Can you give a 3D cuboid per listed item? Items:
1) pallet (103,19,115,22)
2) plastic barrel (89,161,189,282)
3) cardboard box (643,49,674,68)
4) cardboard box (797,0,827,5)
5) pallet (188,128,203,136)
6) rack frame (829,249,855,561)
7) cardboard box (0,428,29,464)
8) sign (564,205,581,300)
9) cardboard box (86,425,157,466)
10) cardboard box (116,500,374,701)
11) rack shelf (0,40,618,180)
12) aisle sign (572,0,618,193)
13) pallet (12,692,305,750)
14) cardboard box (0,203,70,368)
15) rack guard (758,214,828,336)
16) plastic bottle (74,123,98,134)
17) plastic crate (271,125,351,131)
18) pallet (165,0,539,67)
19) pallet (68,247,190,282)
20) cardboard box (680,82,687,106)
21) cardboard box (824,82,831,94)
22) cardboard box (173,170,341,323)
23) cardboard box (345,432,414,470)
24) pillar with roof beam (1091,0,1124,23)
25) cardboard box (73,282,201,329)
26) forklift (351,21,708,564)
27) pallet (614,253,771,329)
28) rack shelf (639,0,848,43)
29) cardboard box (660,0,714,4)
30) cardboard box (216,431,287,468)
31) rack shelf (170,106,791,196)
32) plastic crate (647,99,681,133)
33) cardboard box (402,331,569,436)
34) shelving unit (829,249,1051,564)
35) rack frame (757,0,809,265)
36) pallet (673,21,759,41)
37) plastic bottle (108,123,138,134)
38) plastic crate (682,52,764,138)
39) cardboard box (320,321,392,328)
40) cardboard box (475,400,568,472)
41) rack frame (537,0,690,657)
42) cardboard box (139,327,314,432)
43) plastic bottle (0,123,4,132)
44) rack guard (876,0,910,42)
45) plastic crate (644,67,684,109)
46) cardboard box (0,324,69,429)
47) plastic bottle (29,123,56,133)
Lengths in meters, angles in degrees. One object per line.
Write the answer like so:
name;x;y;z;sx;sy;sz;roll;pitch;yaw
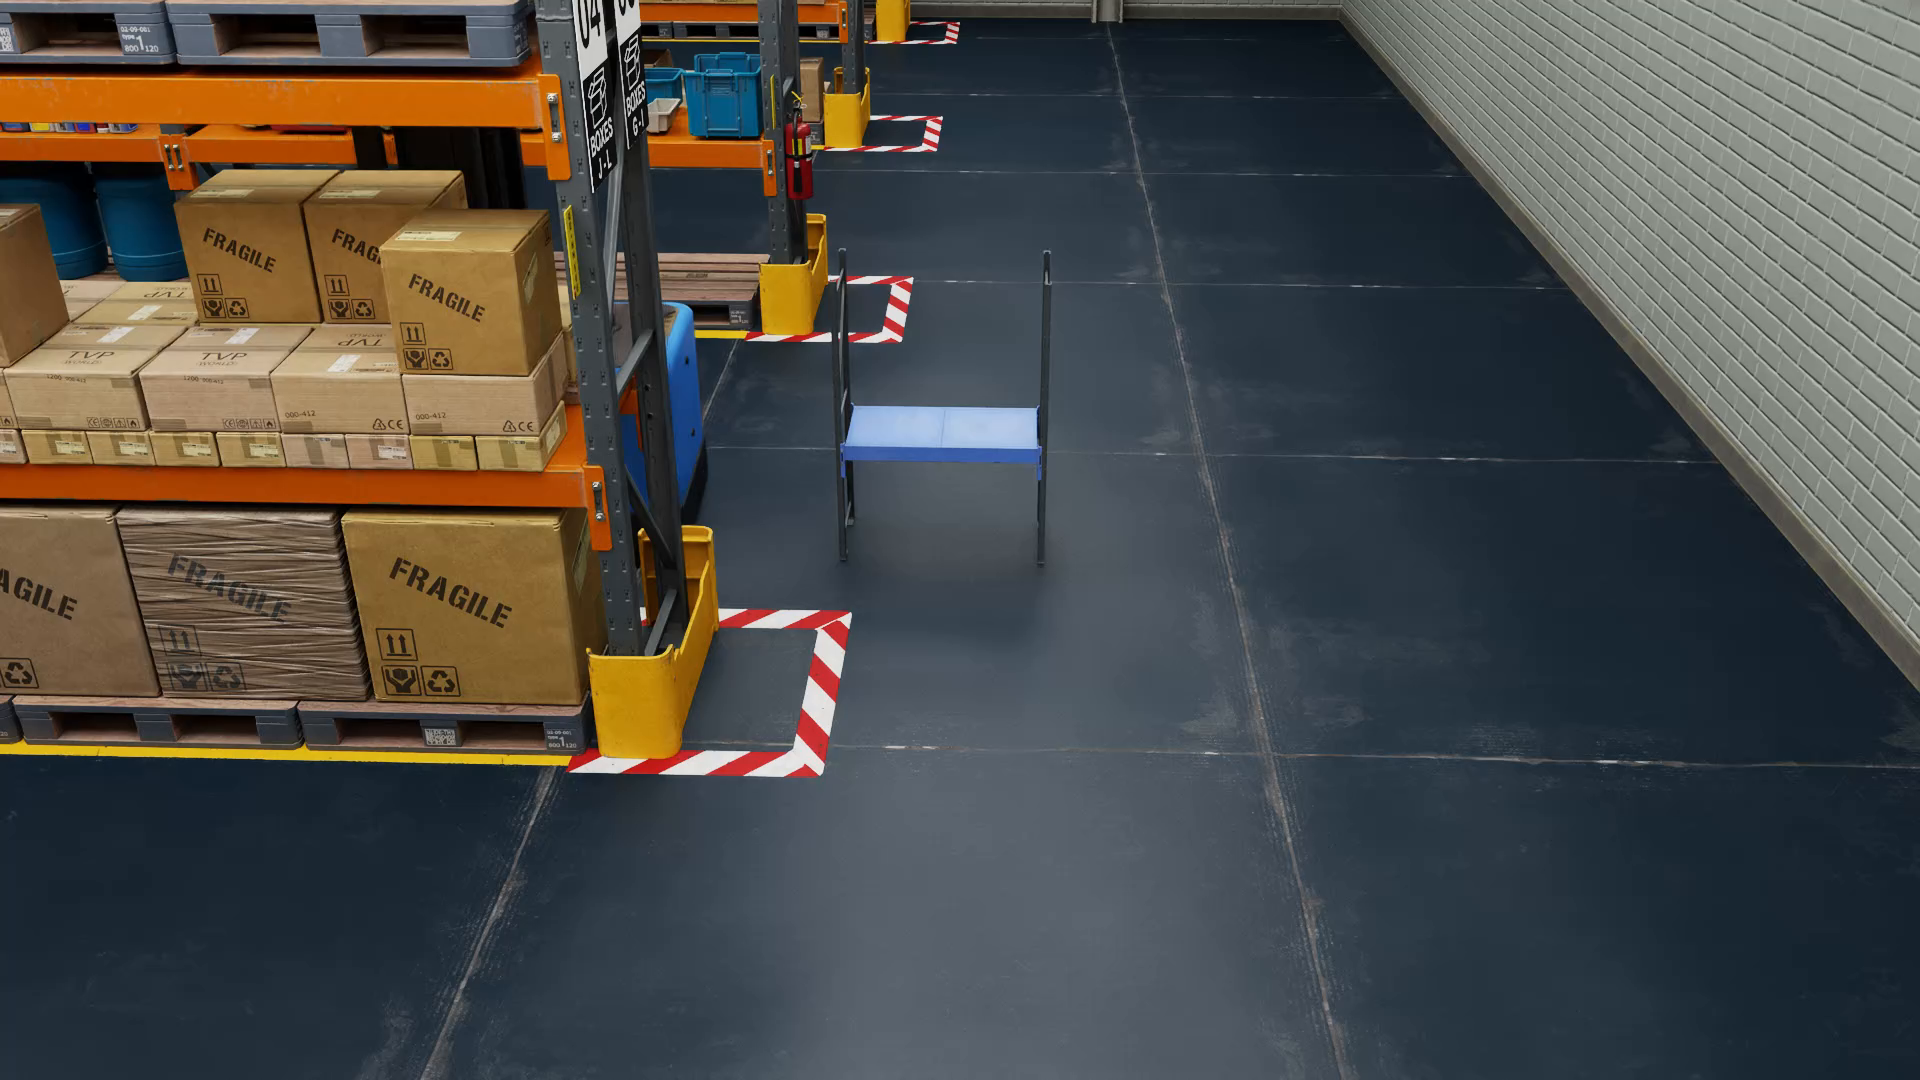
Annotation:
pallet;-10.836;-6.568;20.915;1.213;0.211;1.003;1;28;2
plastic barrel;-5.735;-2.337;11.749;0.708;0.901;0.600;1;28;2
cardboard box;-3.135;-4.443;16.125;0.637;0.503;0.797;1;28;2
cardboard box;-1.473;-5.238;15.323;0.500;0.500;0.500;2;28;3
pallet;-7.050;-4.163;16.378;1.213;0.211;1.003;1;28;2
rack frame;-0.593;-0.672;8.417;0.032;1.500;0.500;1;28;2
cardboard box;-3.787;-0.451;6.666;0.250;0.149;0.380;1;28;2
sign;-1.402;-1.040;6.020;0.005;0.325;0.100;1;28;2
cardboard box;-3.264;-0.444;6.652;0.250;0.149;0.380;1;28;3
cardboard box;-2.921;0.088;7.202;0.875;0.875;0.875;1;28;2
rack shelf;-3.368;-1.718;6.354;4.000;0.370;1.077;1;28;2
aisle sign;-1.308;-1.684;5.949;0.004;0.787;0.394;1;28;2
pallet;-3.387;0.557;7.475;1.213;0.211;1.003;1;28;2
cardboard box;-3.885;-0.994;6.465;0.500;0.500;0.500;0;28;0
rack guard;-1.170;-1.897;11.795;0.348;0.500;1.175;1;28;2
plastic bottle;-5.830;-2.848;11.045;0.133;0.283;0.061;1;28;2
plastic crate;-4.308;-2.985;11.045;0.583;0.464;0.402;1;28;2
pallet;-2.111;-1.971;6.157;1.213;0.211;1.003;1;28;2
pallet;-5.961;-1.862;12.037;1.213;0.211;1.003;1;28;2
cardboard box;-2.516;-4.217;15.969;0.500;0.250;0.500;1;28;2
cardboard box;-1.422;-4.417;16.454;0.250;0.149;0.380;1;28;2
cardboard box;-2.857;-1.222;6.895;0.500;0.500;0.500;0;28;0
cardboard box;-2.248;-0.426;6.620;0.250;0.149;0.380;1;28;2
pillar with roof beam;1.732;-8.629;15.420;0.400;9.000;9.100;1;28;2
cardboard box;-3.383;-0.899;7.085;0.500;0.250;0.500;0;28;1
forklift;-2.913;-1.384;8.231;3.031;2.935;1.130;0;28;-1
pallet;-2.017;-1.796;11.912;1.213;0.211;1.003;1;28;2
rack shelf;-3.014;-5.029;15.803;4.000;0.370;1.077;1;28;2
cardboard box;-2.490;-5.256;15.356;0.500;0.500;0.500;1;28;2
cardboard box;-2.757;-0.434;6.635;0.250;0.149;0.380;0;28;1
rack shelf;-3.193;-2.711;11.430;4.000;0.370;1.077;1;28;2
plastic crate;-2.016;-2.835;11.112;0.243;0.136;0.396;1;28;2
cardboard box;-1.863;-0.626;6.572;0.500;0.250;0.500;1;28;1
shelving unit;-0.085;-0.664;8.401;1.048;1.500;0.538;1;28;2
rack frame;-1.194;-2.996;11.199;0.127;3.000;1.000;1;28;2
pallet;-2.862;-6.399;20.596;1.213;0.211;1.003;1;28;2
plastic bottle;-5.597;-2.862;11.079;0.135;0.276;0.152;1;28;2
plastic crate;-1.535;-2.956;11.022;0.499;0.435;0.616;1;28;2
cardboard box;-2.359;-0.882;7.055;0.500;0.250;0.500;1;28;1
cardboard box;-1.736;-0.418;6.605;0.250;0.149;0.380;1;28;3
rack frame;-1.369;-0.677;6.825;0.127;3.000;1.000;1;28;2
cardboard box;-2.878;-0.643;6.604;0.500;0.250;0.500;0;28;0
plastic bottle;-6.466;-2.877;11.106;0.135;0.276;0.152;1;28;2
rack guard;-0.821;-6.528;20.531;0.348;0.500;1.175;1;28;2
plastic crate;-2.087;-3.117;11.543;0.300;0.233;0.416;1;28;2
cardboard box;-3.891;-0.662;6.639;0.500;0.250;0.500;2;28;3
plastic bottle;-6.122;-2.902;11.075;0.185;0.351;0.144;1;28;2
